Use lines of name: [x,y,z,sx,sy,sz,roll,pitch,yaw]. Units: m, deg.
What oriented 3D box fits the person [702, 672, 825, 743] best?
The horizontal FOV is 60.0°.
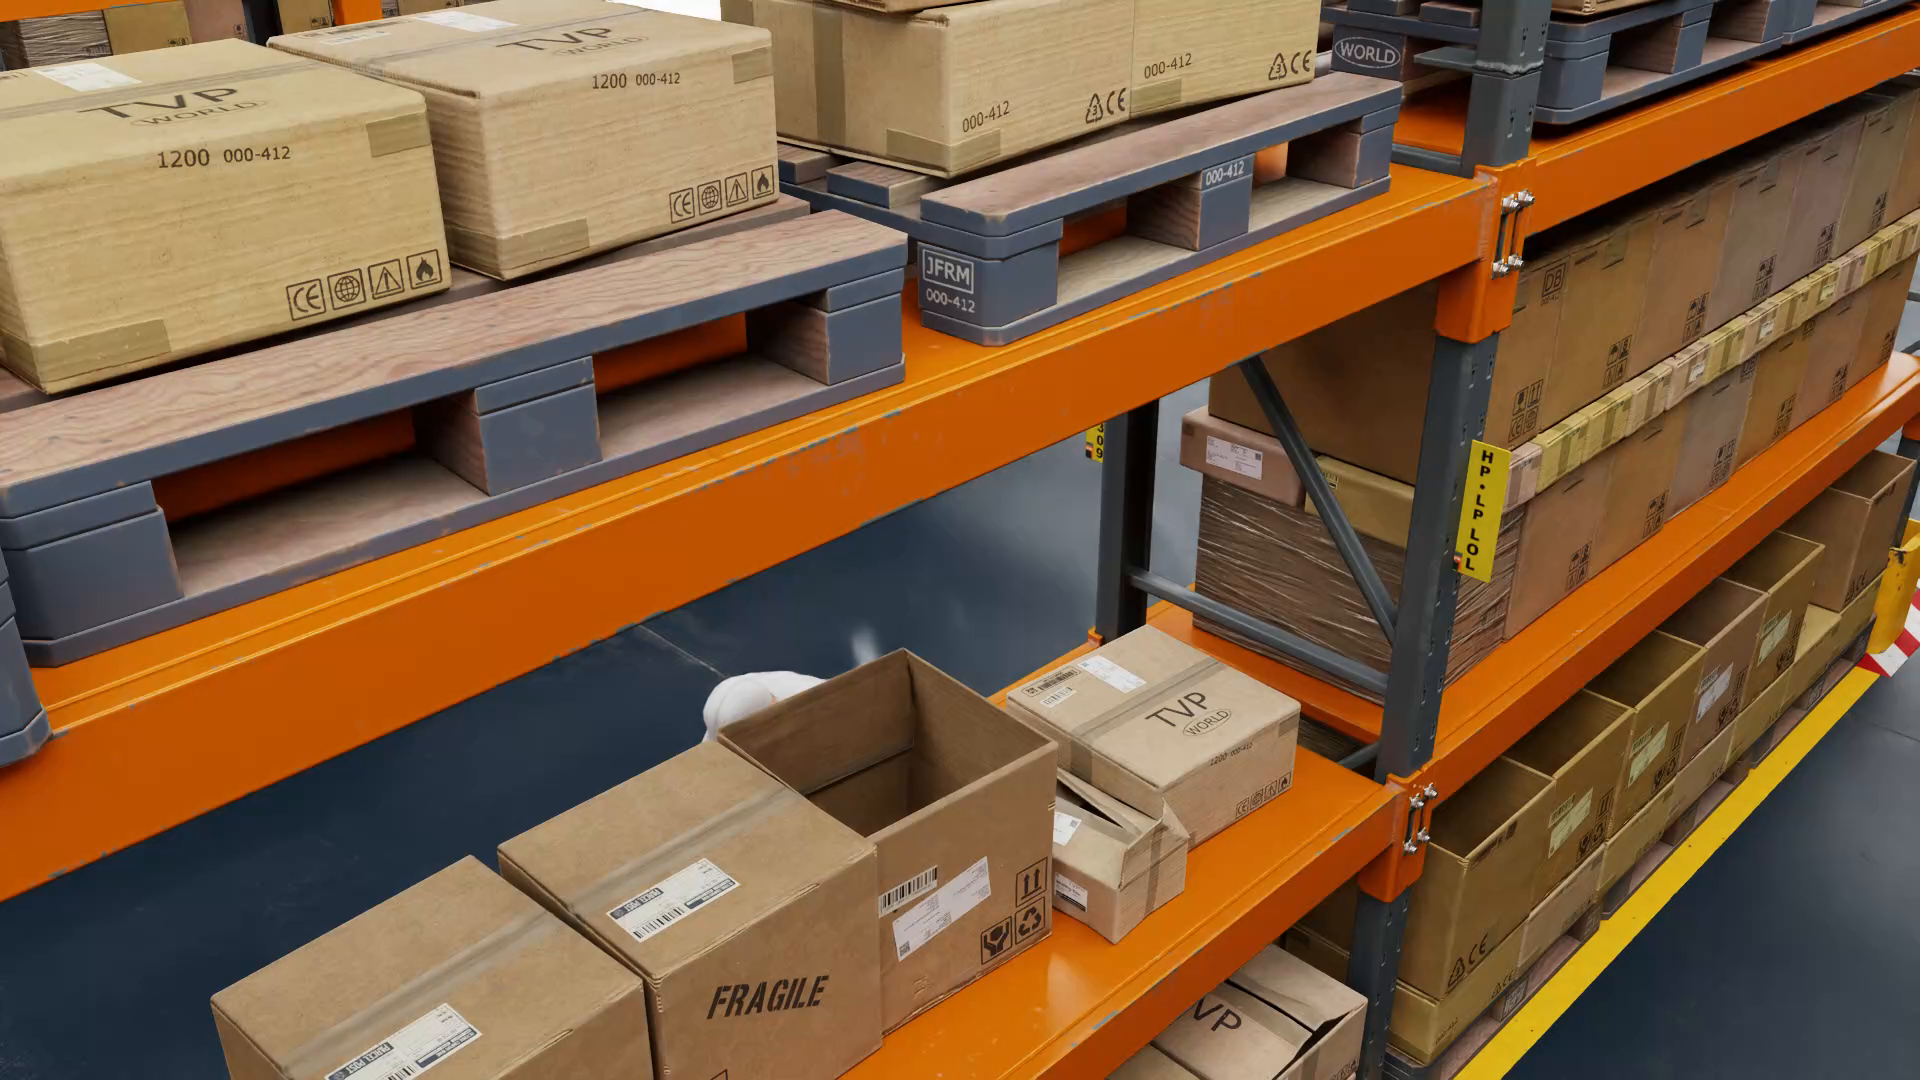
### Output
person: [-0.540,0.771,5.484,0.565,0.994,0.864,24,36,38]
